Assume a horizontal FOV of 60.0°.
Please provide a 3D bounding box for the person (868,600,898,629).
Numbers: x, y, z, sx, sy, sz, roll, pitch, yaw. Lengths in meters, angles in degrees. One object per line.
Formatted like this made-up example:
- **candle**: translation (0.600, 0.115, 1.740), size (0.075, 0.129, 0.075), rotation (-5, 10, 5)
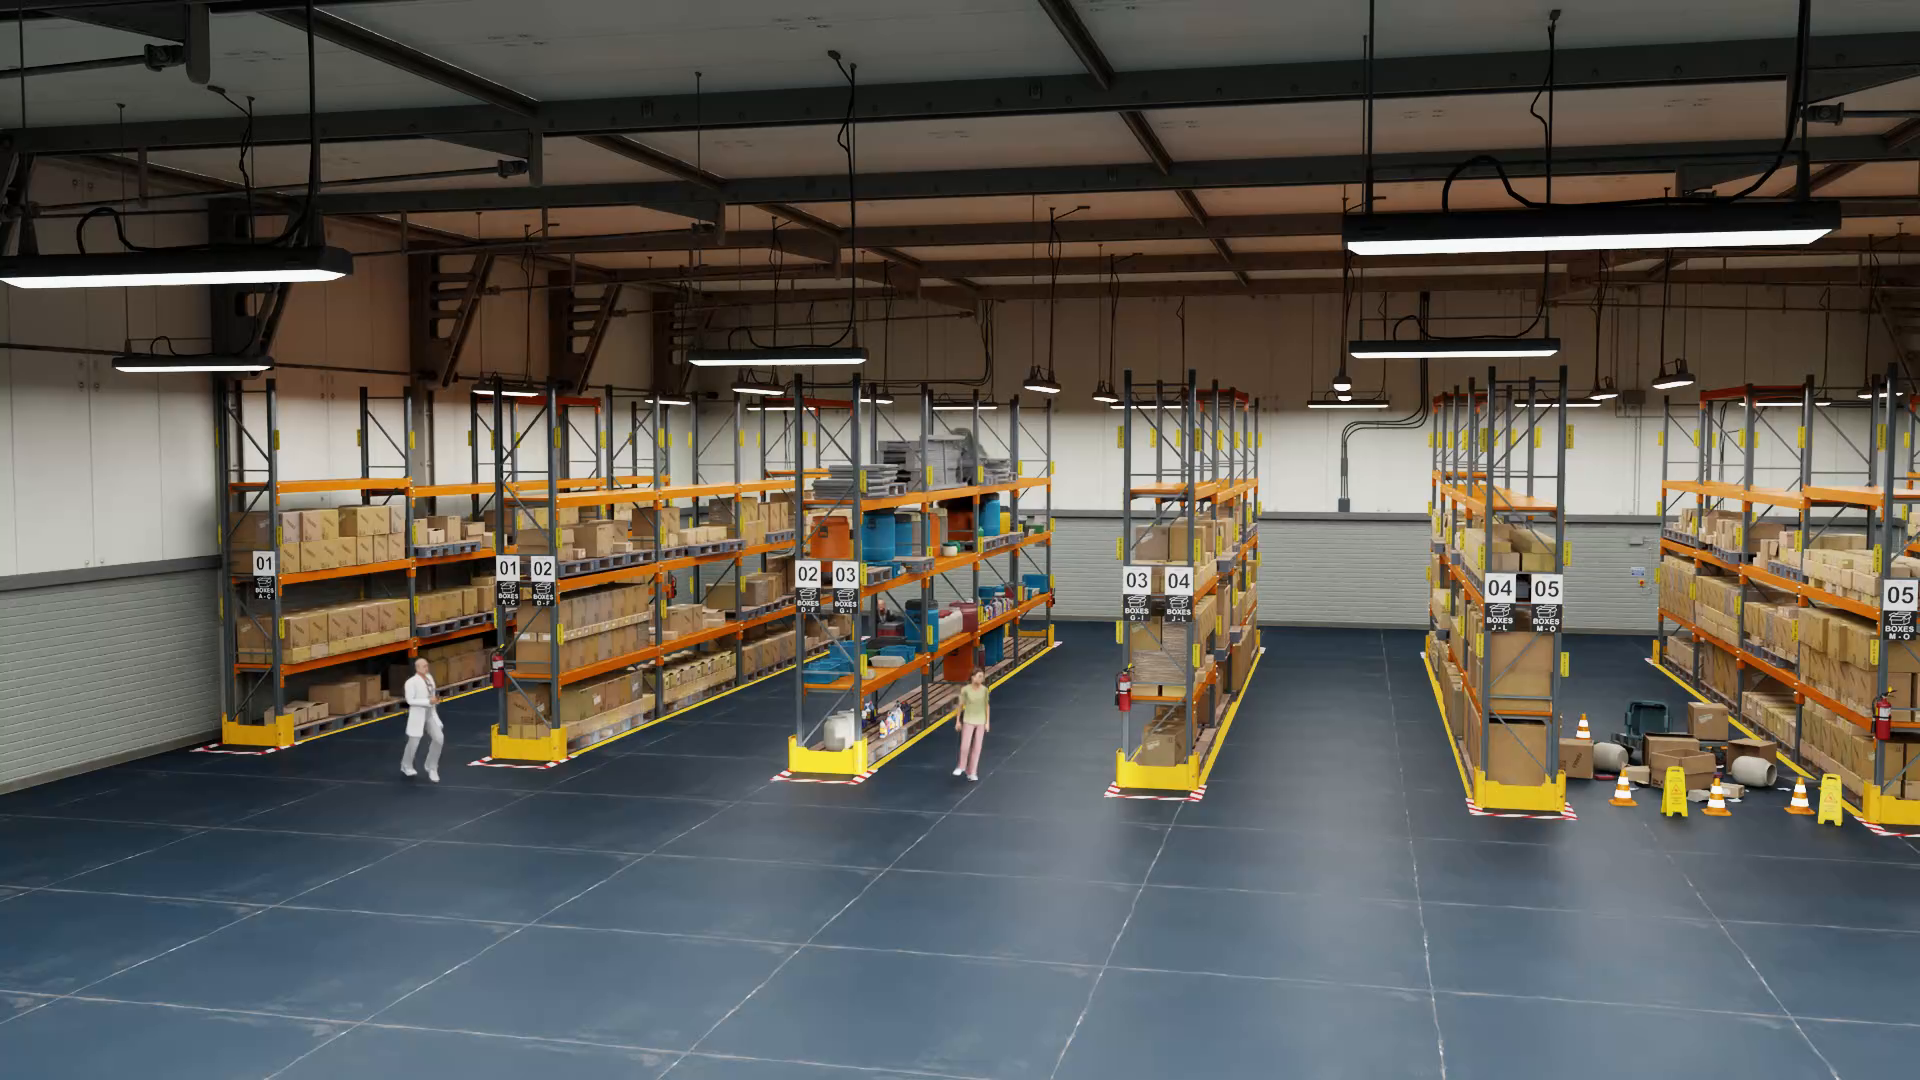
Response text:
- **person**: translation (-1.625, 2.063, 35.329), size (0.659, 1.619, 0.901), rotation (0, 3, -3)

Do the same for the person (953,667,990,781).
- **person**: translation (0.162, 2.694, 24.444), size (0.544, 1.662, 0.425), rotation (-1, 4, -21)

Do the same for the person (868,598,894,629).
- **person**: translation (-1.726, 2.055, 35.968), size (0.601, 1.582, 0.625), rotation (1, 4, 15)

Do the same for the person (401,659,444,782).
- **person**: translation (-7.912, 2.654, 24.447), size (0.911, 1.835, 0.645), rotation (2, 4, 36)
